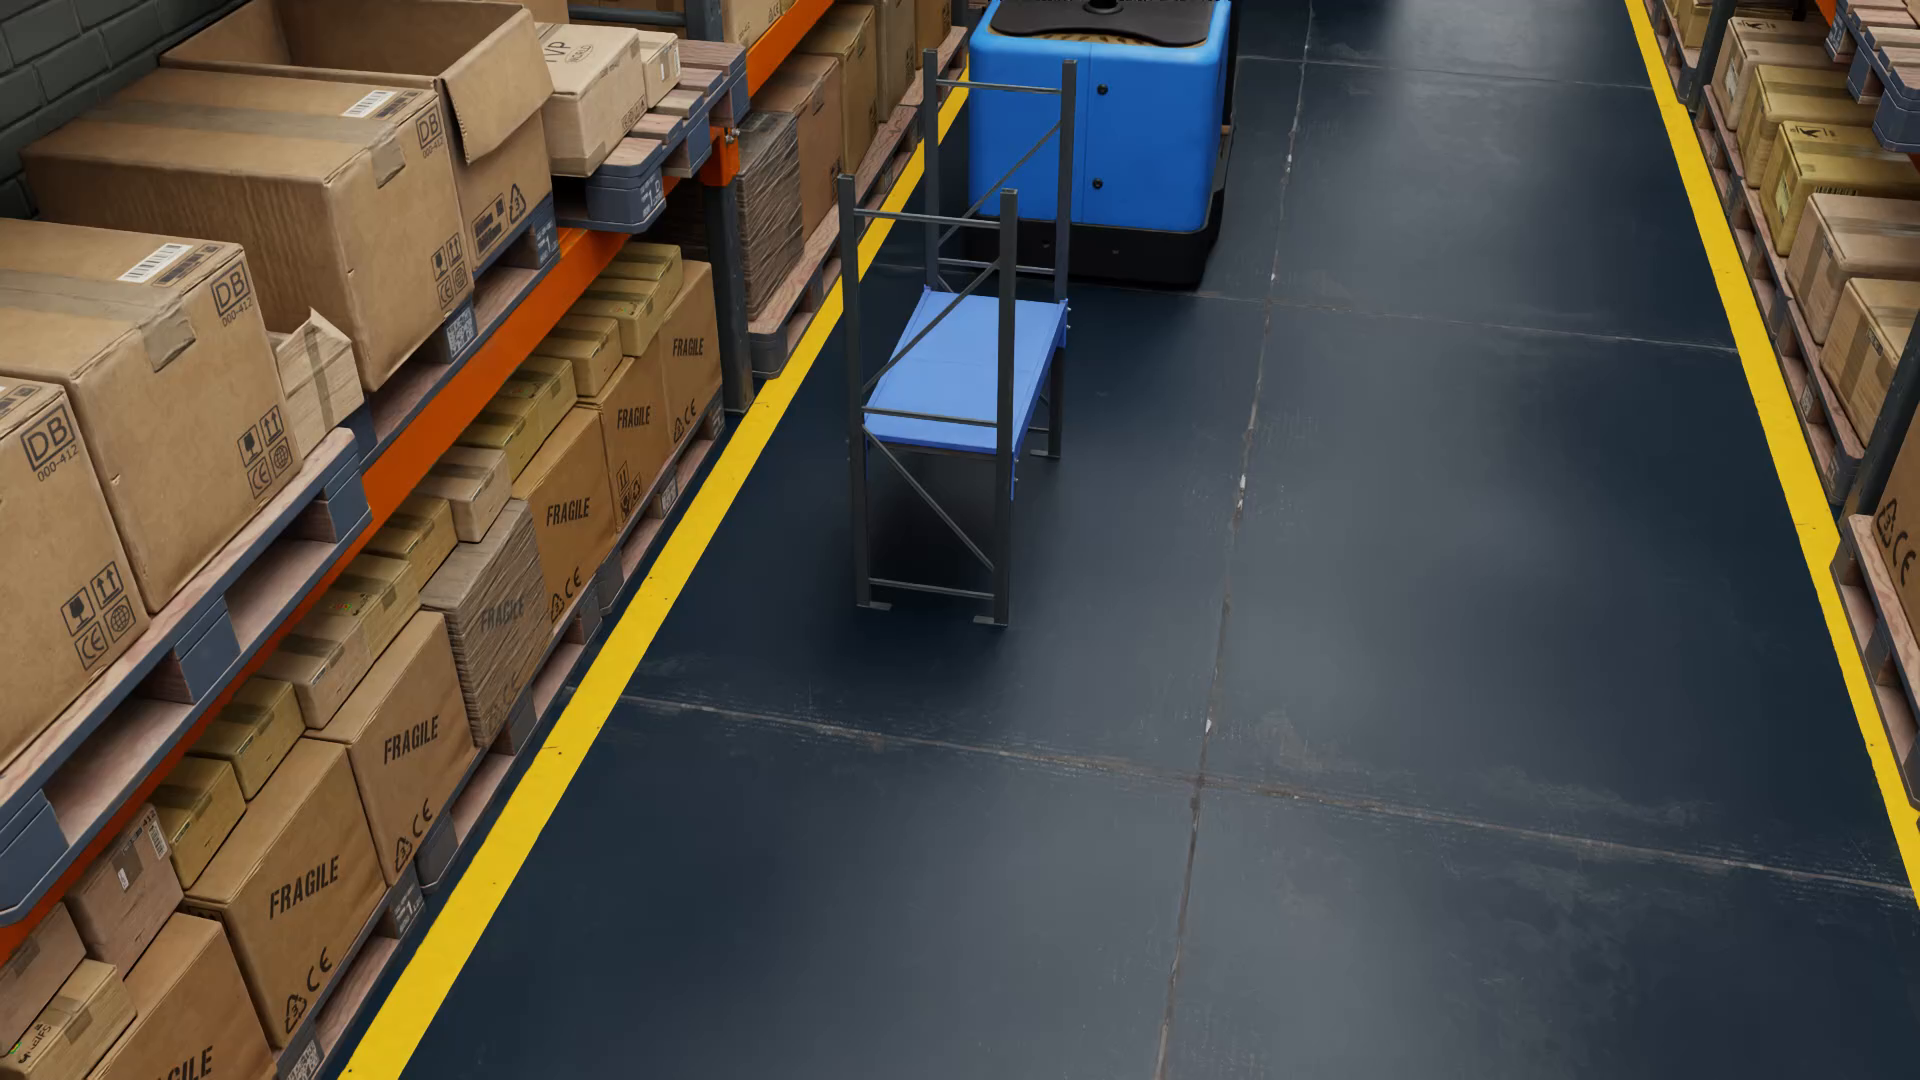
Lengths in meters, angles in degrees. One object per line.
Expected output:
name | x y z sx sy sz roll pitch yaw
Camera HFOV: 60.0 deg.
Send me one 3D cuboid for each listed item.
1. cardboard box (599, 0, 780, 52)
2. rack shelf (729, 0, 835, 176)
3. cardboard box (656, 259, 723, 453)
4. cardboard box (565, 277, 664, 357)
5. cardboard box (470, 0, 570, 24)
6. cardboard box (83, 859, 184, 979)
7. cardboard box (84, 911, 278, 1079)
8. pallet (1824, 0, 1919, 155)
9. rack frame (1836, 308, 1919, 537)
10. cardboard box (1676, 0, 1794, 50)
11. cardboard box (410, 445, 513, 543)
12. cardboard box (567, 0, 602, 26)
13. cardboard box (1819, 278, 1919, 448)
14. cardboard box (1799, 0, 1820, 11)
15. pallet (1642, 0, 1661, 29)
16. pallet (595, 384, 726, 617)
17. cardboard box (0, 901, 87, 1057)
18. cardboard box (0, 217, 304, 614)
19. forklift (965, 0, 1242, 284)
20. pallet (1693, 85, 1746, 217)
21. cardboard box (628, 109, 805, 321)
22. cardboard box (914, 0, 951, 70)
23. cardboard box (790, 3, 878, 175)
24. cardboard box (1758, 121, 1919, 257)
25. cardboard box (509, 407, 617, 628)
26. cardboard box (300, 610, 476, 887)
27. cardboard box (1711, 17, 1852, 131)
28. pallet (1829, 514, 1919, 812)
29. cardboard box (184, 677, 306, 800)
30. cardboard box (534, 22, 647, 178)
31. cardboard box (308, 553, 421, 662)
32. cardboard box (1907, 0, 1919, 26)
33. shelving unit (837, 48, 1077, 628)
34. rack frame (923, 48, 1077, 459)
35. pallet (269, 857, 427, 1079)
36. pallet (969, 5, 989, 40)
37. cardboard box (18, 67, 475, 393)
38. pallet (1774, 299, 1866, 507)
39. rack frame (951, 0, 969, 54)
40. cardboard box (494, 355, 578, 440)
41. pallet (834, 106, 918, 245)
cardboard box | -0.971 -1.953 6.017 0.500 0.250 0.500 7 37 10
rack shelf | -0.877 -2.645 7.457 1.077 0.370 4.000 7 37 10
cardboard box | -1.185 -0.679 5.903 0.500 0.500 0.500 8 37 11
cardboard box | -1.191 -0.735 5.428 0.380 0.149 0.250 6 36 8
cardboard box | -1.567 -1.725 5.131 0.500 0.500 0.500 9 37 12
cardboard box | -1.839 0.742 3.390 0.380 0.149 0.250 6 36 9
cardboard box | -1.836 1.096 3.454 0.500 0.500 0.500 9 37 12
pallet | 3.594 -1.514 5.447 1.213 0.211 1.003 7 37 10
rack frame | 3.545 -1.170 4.808 1.000 3.000 0.127 7 37 10
cardboard box | 4.263 -2.893 9.170 0.500 0.250 0.500 9 37 12
cardboard box | -1.473 -0.139 4.605 0.380 0.149 0.250 6 36 8
cardboard box | -1.458 -2.019 6.108 0.500 0.250 0.500 7 36 9
cardboard box | 3.676 -0.599 5.902 0.950 0.372 0.625 5 36 7
cardboard box | 4.790 -3.128 8.856 0.500 0.500 0.500 9 37 12
pallet | 4.767 -3.425 10.296 1.003 0.211 1.213 7 37 10
pallet | -1.501 -0.238 5.898 1.003 0.211 1.213 7 37 10
cardboard box | -1.882 0.782 3.081 0.380 0.149 0.250 7 36 9
cardboard box | -1.726 -0.254 3.101 0.700 0.500 0.500 8 37 10
forklift | 0.814 -3.147 7.595 1.130 2.935 3.031 7 36 9
pallet | 4.235 -1.888 8.175 1.003 0.211 1.213 7 37 10
cardboard box | -1.158 -1.355 6.729 0.875 0.625 0.625 8 37 11
cardboard box | -0.551 -2.991 8.987 0.875 0.625 0.625 9 37 12
cardboard box | -0.882 -2.116 7.779 0.875 0.625 0.625 6 36 8
cardboard box | 3.993 -1.457 7.085 0.950 0.372 0.625 8 37 12
cardboard box | -1.411 -0.093 5.094 0.500 0.500 0.500 9 37 12
cardboard box | -1.621 0.504 4.271 0.500 0.500 0.500 6 36 9
cardboard box | 4.290 -2.268 8.205 0.950 0.372 0.625 8 37 11
pallet | 3.303 0.402 5.016 1.003 0.211 1.213 7 37 10
cardboard box | -1.750 0.434 3.814 0.380 0.149 0.250 7 36 9
cardboard box | -1.214 -1.254 4.694 0.500 0.250 0.500 6 36 8
cardboard box | -1.605 0.154 4.201 0.380 0.149 0.250 9 37 12
cardboard box | 3.382 -1.769 5.491 0.380 0.149 0.250 7 37 10
shelving unit | 0.018 -0.656 5.377 0.538 1.500 1.048 7 37 10
rack frame | 0.127 -0.948 5.779 0.500 1.500 0.032 7 37 10
pallet | -2.022 1.161 3.968 1.003 0.211 1.213 7 37 10
pallet | -0.239 -3.405 10.268 1.003 0.211 1.213 7 37 10
cardboard box | -1.559 -0.704 3.722 0.700 0.500 0.500 7 37 10
pallet | 3.714 -0.489 6.245 1.003 0.211 1.213 7 37 10
rack frame | -0.450 -4.083 8.828 1.000 3.000 0.127 7 37 10
cardboard box | -1.391 -0.444 5.026 0.380 0.149 0.250 8 37 11
pallet | -0.828 -1.825 8.089 1.003 0.211 1.213 7 37 10
